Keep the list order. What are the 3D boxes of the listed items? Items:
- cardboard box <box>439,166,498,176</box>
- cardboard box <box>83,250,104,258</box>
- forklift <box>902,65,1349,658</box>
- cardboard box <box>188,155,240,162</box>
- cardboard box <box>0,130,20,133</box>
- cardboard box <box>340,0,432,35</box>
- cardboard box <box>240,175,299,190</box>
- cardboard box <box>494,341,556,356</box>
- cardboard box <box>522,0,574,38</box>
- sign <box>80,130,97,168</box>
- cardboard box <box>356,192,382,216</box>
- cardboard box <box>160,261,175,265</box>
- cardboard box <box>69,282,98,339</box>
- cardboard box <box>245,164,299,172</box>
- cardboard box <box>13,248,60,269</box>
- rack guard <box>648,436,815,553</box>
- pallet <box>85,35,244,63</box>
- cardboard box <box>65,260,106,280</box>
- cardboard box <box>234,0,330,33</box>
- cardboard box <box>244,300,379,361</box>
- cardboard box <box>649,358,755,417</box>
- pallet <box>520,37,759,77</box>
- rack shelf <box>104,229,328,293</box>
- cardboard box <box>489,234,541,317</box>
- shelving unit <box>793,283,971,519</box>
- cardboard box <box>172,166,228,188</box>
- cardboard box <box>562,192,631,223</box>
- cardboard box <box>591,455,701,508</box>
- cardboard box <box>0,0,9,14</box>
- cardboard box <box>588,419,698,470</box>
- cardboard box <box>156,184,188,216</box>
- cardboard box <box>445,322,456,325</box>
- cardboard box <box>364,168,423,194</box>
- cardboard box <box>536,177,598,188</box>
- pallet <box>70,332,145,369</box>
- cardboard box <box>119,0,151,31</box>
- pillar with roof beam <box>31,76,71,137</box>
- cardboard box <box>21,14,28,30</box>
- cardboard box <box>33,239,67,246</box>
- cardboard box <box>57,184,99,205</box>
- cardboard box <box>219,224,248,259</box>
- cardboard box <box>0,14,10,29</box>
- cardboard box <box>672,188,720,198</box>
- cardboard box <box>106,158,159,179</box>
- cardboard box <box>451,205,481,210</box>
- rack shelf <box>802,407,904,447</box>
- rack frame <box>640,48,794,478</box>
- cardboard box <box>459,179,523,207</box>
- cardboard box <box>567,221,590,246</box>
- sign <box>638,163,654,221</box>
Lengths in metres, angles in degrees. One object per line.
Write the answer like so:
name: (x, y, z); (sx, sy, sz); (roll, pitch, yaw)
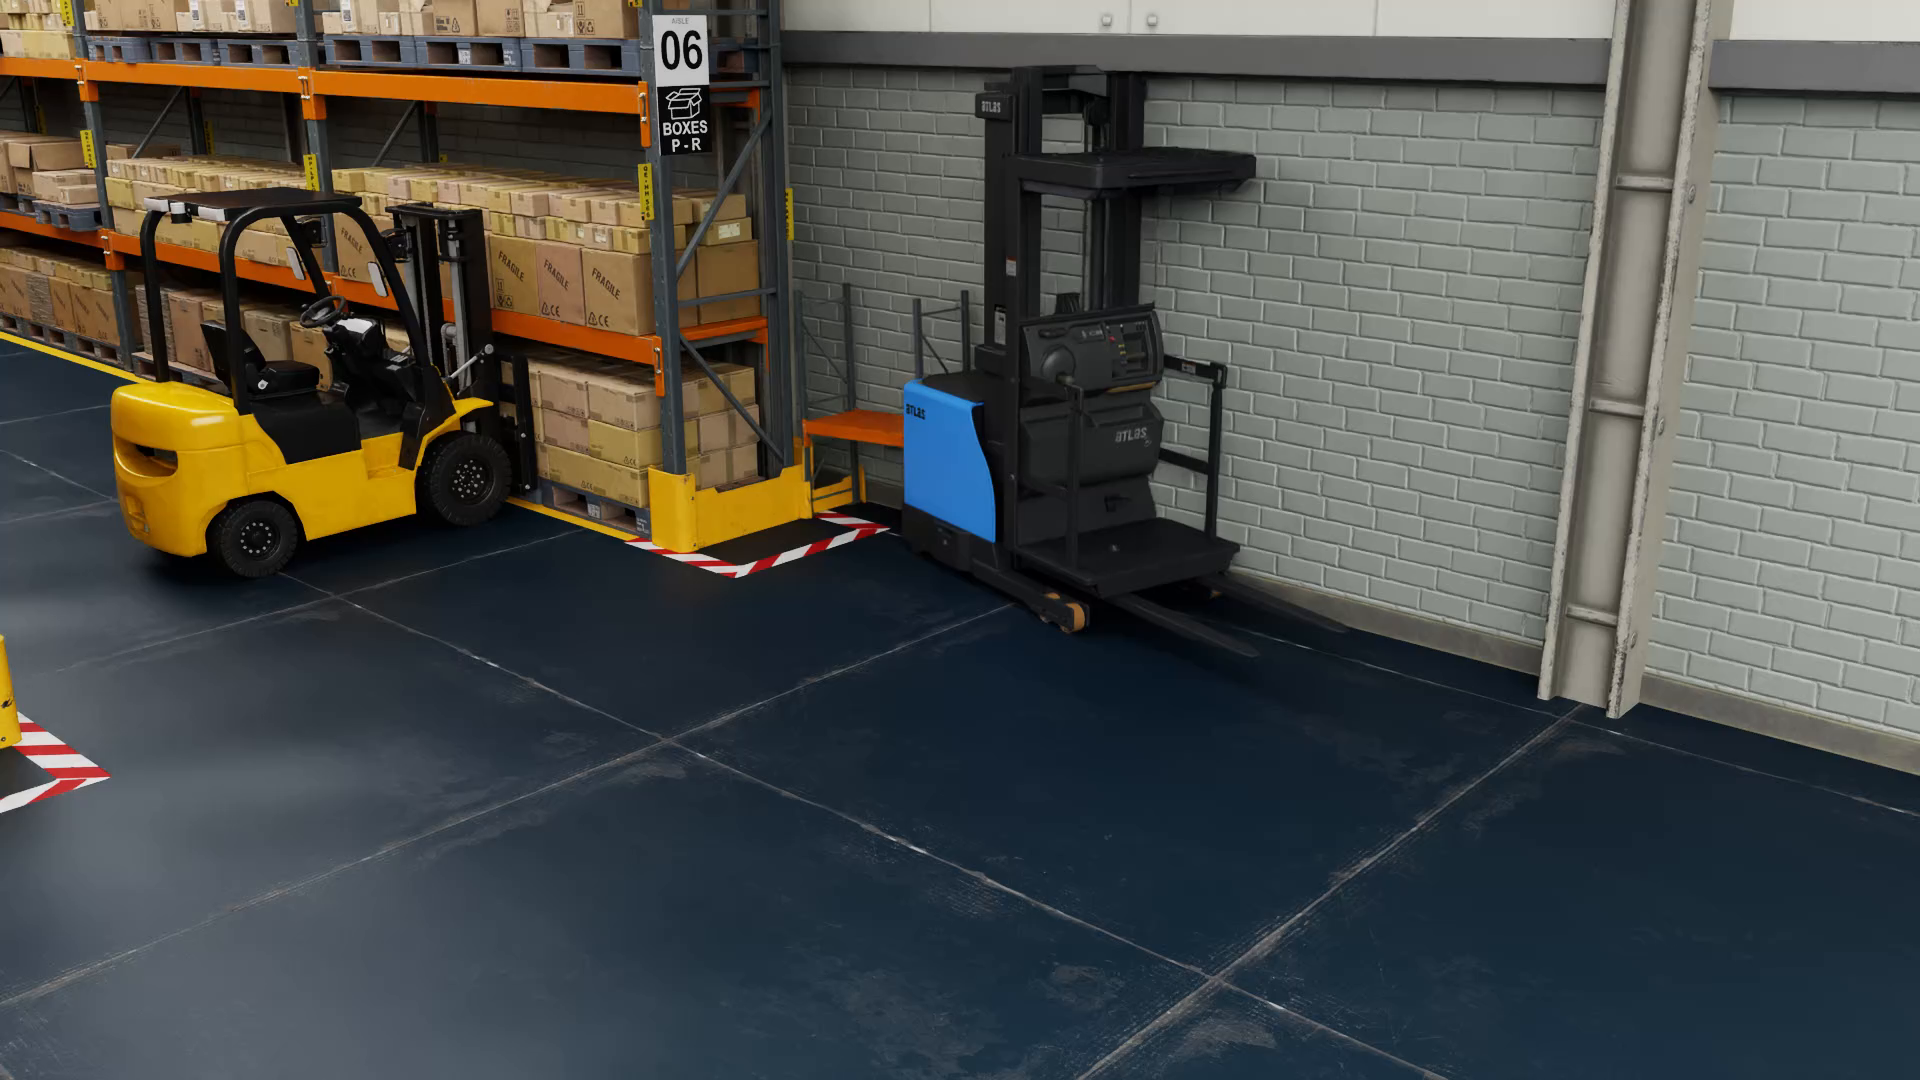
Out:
cardboard box: (-3.667, -2.708, 12.456); (0.250, 0.149, 0.380); (15, 23, 39)
cardboard box: (-8.824, -2.922, 17.227); (0.250, 0.149, 0.380); (14, 22, 37)
forklift: (0.867, -1.055, 9.091); (1.130, 2.935, 3.031); (-11, 21, -32)
cardboard box: (-6.817, -3.428, 15.217); (0.250, 0.149, 0.380); (16, 23, 41)
cardboard box: (-10.243, -4.021, 17.464); (0.500, 0.500, 0.700); (16, 23, 41)
cardboard box: (-4.013, -3.728, 11.728); (0.500, 0.311, 0.500); (16, 23, 40)
cardboard box: (-5.514, -2.822, 13.306); (0.250, 0.149, 0.380); (14, 22, 38)
cardboard box: (-3.176, -1.203, 11.643); (0.500, 0.250, 0.500); (14, 23, 38)
cardboard box: (-2.492, -3.274, 10.372); (0.258, 0.266, 0.396); (15, 23, 39)
sign: (-7.818, -3.507, 14.921); (0.005, 0.325, 0.100); (15, 23, 39)
cardboard box: (-4.214, -2.496, 12.282); (0.250, 0.149, 0.380); (16, 23, 41)
cardboard box: (-7.829, -2.670, 16.433); (0.250, 0.149, 0.380); (16, 24, 41)
cardboard box: (-8.291, -2.266, 16.230); (0.500, 0.500, 0.500); (15, 23, 38)
cardboard box: (-5.926, -3.151, 14.345); (0.250, 0.149, 0.380); (16, 24, 41)
cardboard box: (-9.531, -2.909, 17.185); (0.250, 0.149, 0.380); (15, 23, 39)
rack guard: (-1.463, -0.315, 10.779); (0.348, 0.500, 1.175); (15, 23, 39)
pallet: (-6.898, -4.342, 14.687); (1.003, 0.211, 1.213); (16, 24, 42)
cardboard box: (-8.562, -2.652, 16.374); (0.250, 0.149, 0.380); (16, 24, 41)
cardboard box: (-5.176, -4.040, 12.712); (0.500, 0.311, 0.500); (14, 22, 38)
cardboard box: (-5.446, -1.643, 14.061); (0.625, 0.625, 0.875); (15, 23, 39)
cardboard box: (-1.715, -1.017, 11.056); (0.500, 0.250, 0.500); (15, 23, 38)
pallet: (-1.993, -3.047, 10.441); (1.213, 0.211, 1.003); (15, 23, 39)
rack shelf: (-5.969, -2.373, 14.321); (4.000, 0.370, 1.077); (15, 23, 39)
cardboard box: (-2.789, -1.808, 11.184); (0.500, 0.500, 0.500); (14, 23, 38)
shelving unit: (-0.494, -0.860, 10.744); (1.083, 1.500, 0.587); (10, 19, 38)
cardboard box: (-6.450, -3.087, 14.143); (0.250, 0.149, 0.380); (16, 23, 40)
cardboard box: (-2.308, -2.123, 10.614); (0.250, 0.149, 0.380); (16, 23, 40)
cardboard box: (-2.042, -0.424, 10.841); (0.500, 0.250, 0.500); (15, 23, 40)
cardboard box: (-8.889, -5.071, 15.768); (0.250, 0.149, 0.380); (15, 23, 39)
cardboard box: (-2.053, -0.667, 10.778); (0.500, 0.250, 0.500); (15, 23, 39)
cardboard box: (-6.542, -2.930, 14.308); (0.500, 0.250, 0.500); (14, 23, 38)
cardboard box: (-3.588, -1.528, 12.665); (0.500, 0.250, 0.500); (15, 23, 38)
cardboard box: (-4.164, -2.654, 12.287); (0.250, 0.149, 0.380); (15, 23, 40)
cardboard box: (-2.729, -2.443, 11.622); (0.250, 0.149, 0.380); (15, 23, 40)
pallet: (-7.998, -1.947, 16.399); (1.213, 0.211, 1.003); (15, 23, 39)
cardboard box: (-6.641, -4.564, 14.050); (0.500, 0.500, 0.700); (14, 23, 38)
pillar with roof beam: (-13.237, -6.150, 15.115); (0.400, 9.000, 9.100); (15, 23, 39)
cardboard box: (-8.619, -4.899, 15.721); (0.250, 0.149, 0.380); (15, 23, 40)
cardboard box: (-9.789, -3.179, 18.035); (0.250, 0.149, 0.380); (15, 23, 39)
cardboard box: (-8.211, -3.243, 15.594); (0.250, 0.149, 0.380); (16, 23, 40)
cardboard box: (-5.754, -2.492, 13.752); (0.500, 0.250, 0.500); (15, 23, 40)
cardboard box: (-9.330, -5.026, 16.087); (0.250, 0.149, 0.380); (16, 23, 40)
cardboard box: (-1.748, -2.194, 10.835); (0.250, 0.149, 0.380); (16, 24, 41)
cardboard box: (-7.422, -3.344, 14.953); (0.250, 0.149, 0.380); (16, 24, 41)
cardboard box: (-3.266, -2.233, 11.452); (0.250, 0.149, 0.380); (14, 23, 38)
rack shelf: (-0.481, -0.685, 10.785); (1.000, 0.185, 0.538); (10, 19, 38)
rack frame: (-1.481, -1.512, 10.416); (0.127, 3.000, 1.000); (15, 23, 39)
cardboard box: (-3.217, -2.396, 11.472); (0.250, 0.149, 0.380); (15, 23, 39)
cardboard box: (-2.291, -1.985, 10.671); (0.250, 0.149, 0.380); (16, 23, 40)
sign: (-1.852, -2.056, 9.827); (0.005, 0.325, 0.100); (15, 23, 39)
